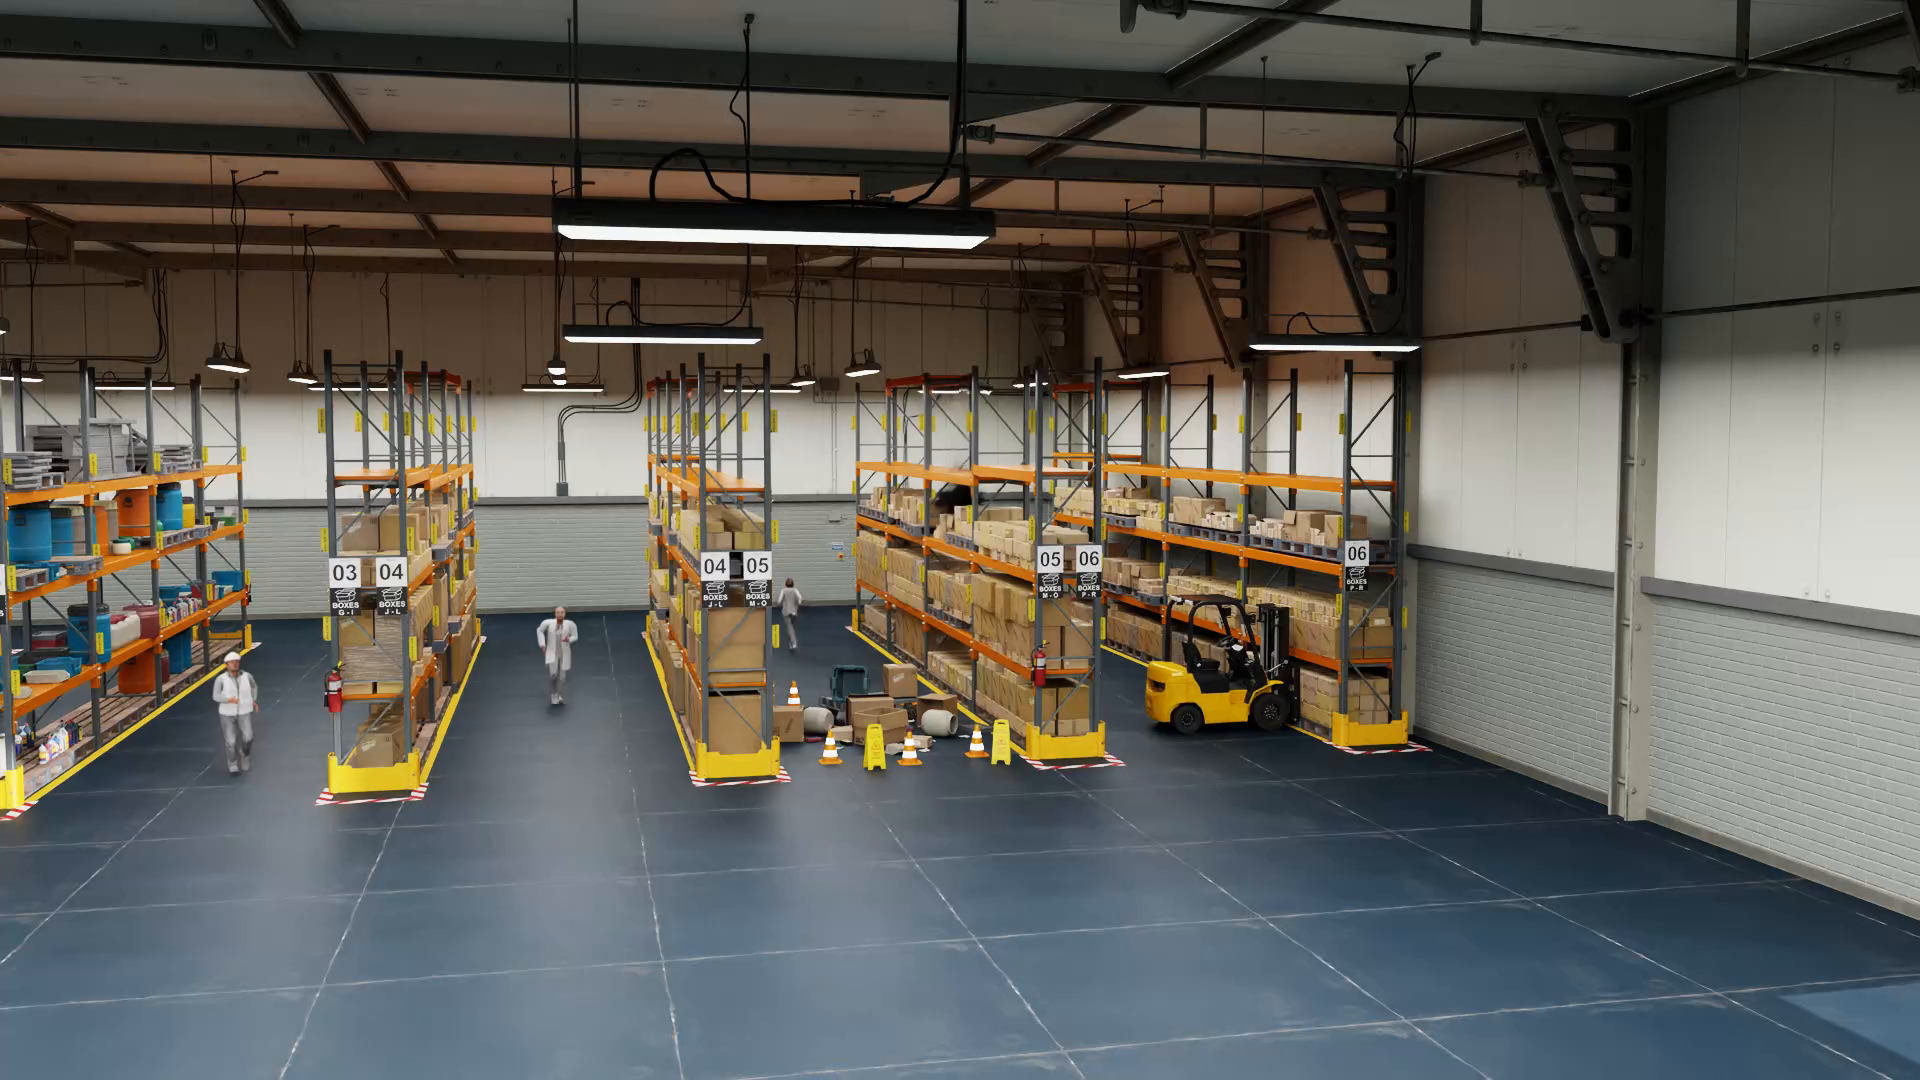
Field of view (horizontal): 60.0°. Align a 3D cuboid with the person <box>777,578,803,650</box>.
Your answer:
[{"bbox_3d":[-3.764,1.662,36.695,0.508,1.650,0.716,-2,4,-21],"label":"person"}]

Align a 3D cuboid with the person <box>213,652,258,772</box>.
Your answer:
[{"bbox_3d":[-10.308,2.467,23.717,0.635,1.735,0.650,-3,5,-32],"label":"person"}]

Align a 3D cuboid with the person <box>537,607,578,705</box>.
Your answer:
[{"bbox_3d":[-7.164,2.063,29.660,0.691,1.762,0.799,-1,4,-20],"label":"person"}]
